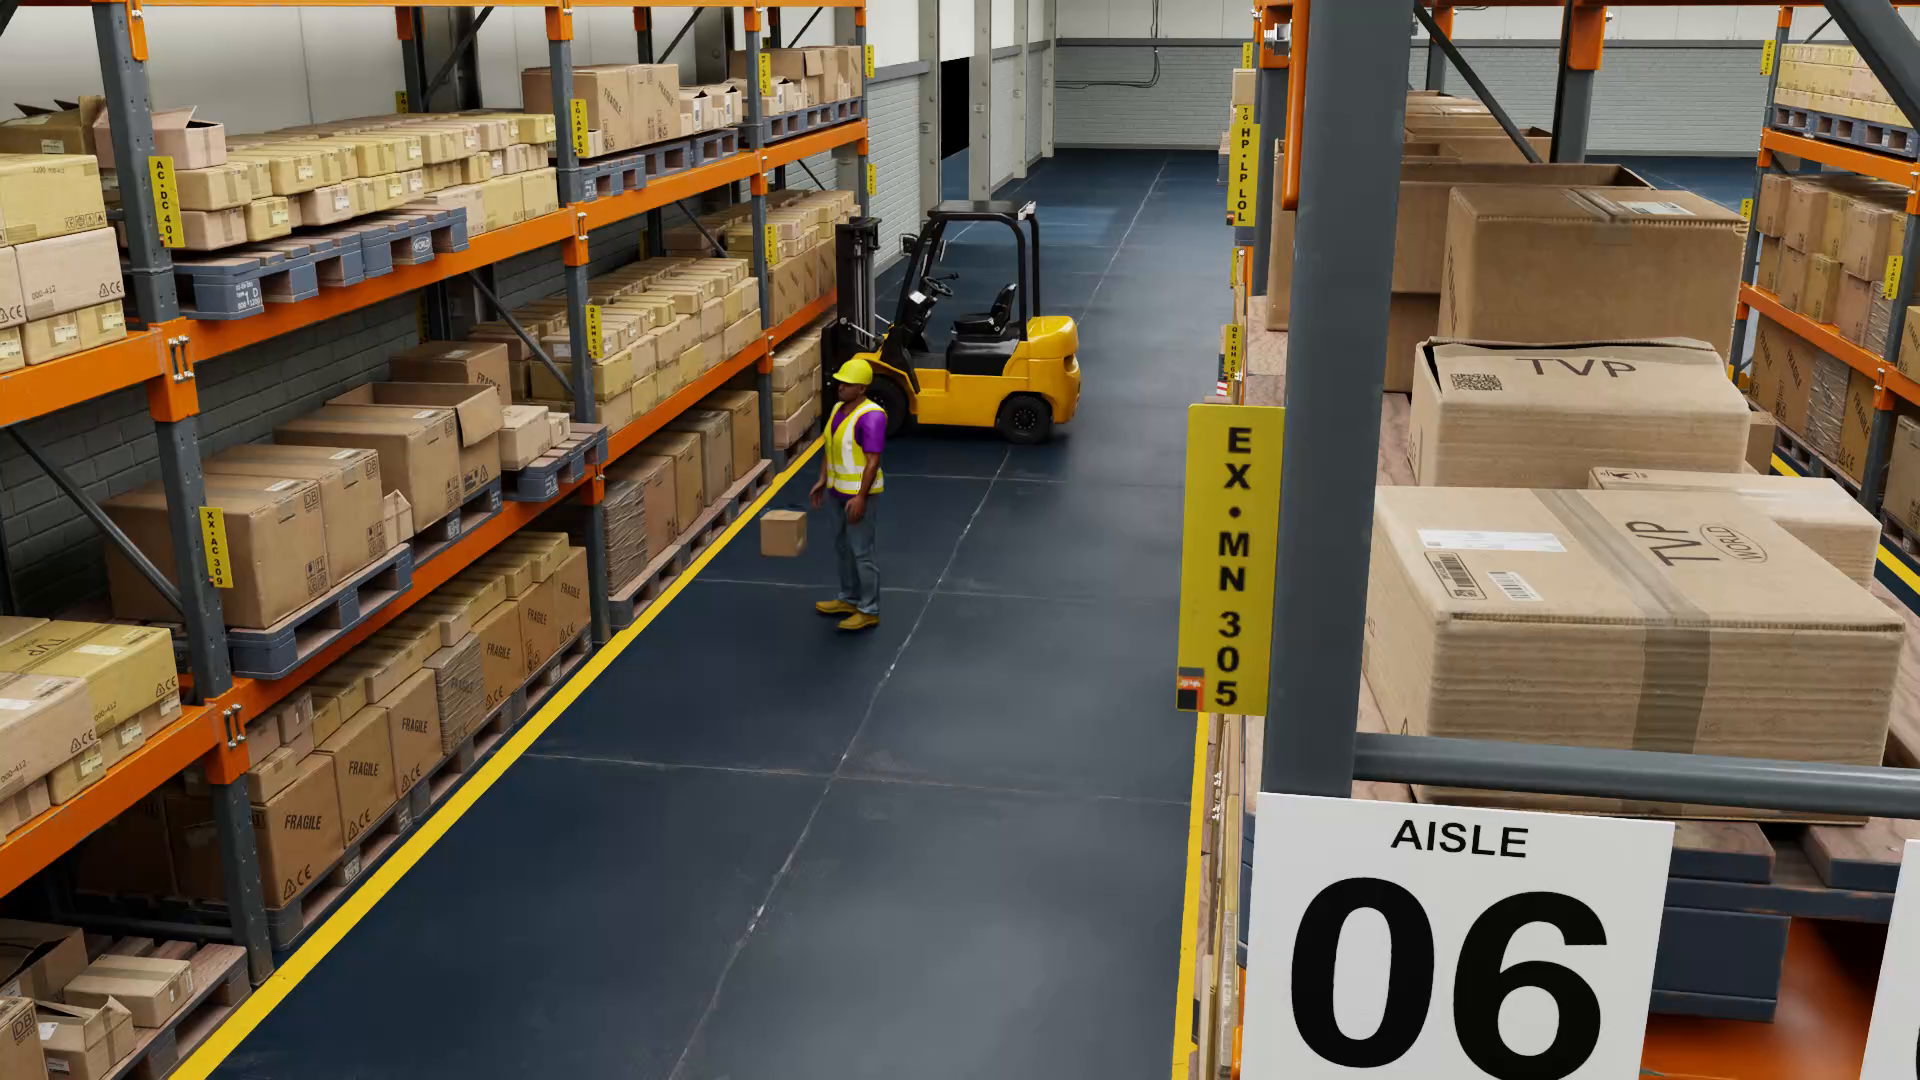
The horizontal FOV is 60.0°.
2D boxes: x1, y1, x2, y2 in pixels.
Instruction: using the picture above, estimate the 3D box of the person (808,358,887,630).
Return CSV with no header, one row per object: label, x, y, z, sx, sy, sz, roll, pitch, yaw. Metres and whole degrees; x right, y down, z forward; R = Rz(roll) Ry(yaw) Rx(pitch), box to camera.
person,-0.724,-0.310,10.903,0.414,1.775,0.615,-11,21,-31
